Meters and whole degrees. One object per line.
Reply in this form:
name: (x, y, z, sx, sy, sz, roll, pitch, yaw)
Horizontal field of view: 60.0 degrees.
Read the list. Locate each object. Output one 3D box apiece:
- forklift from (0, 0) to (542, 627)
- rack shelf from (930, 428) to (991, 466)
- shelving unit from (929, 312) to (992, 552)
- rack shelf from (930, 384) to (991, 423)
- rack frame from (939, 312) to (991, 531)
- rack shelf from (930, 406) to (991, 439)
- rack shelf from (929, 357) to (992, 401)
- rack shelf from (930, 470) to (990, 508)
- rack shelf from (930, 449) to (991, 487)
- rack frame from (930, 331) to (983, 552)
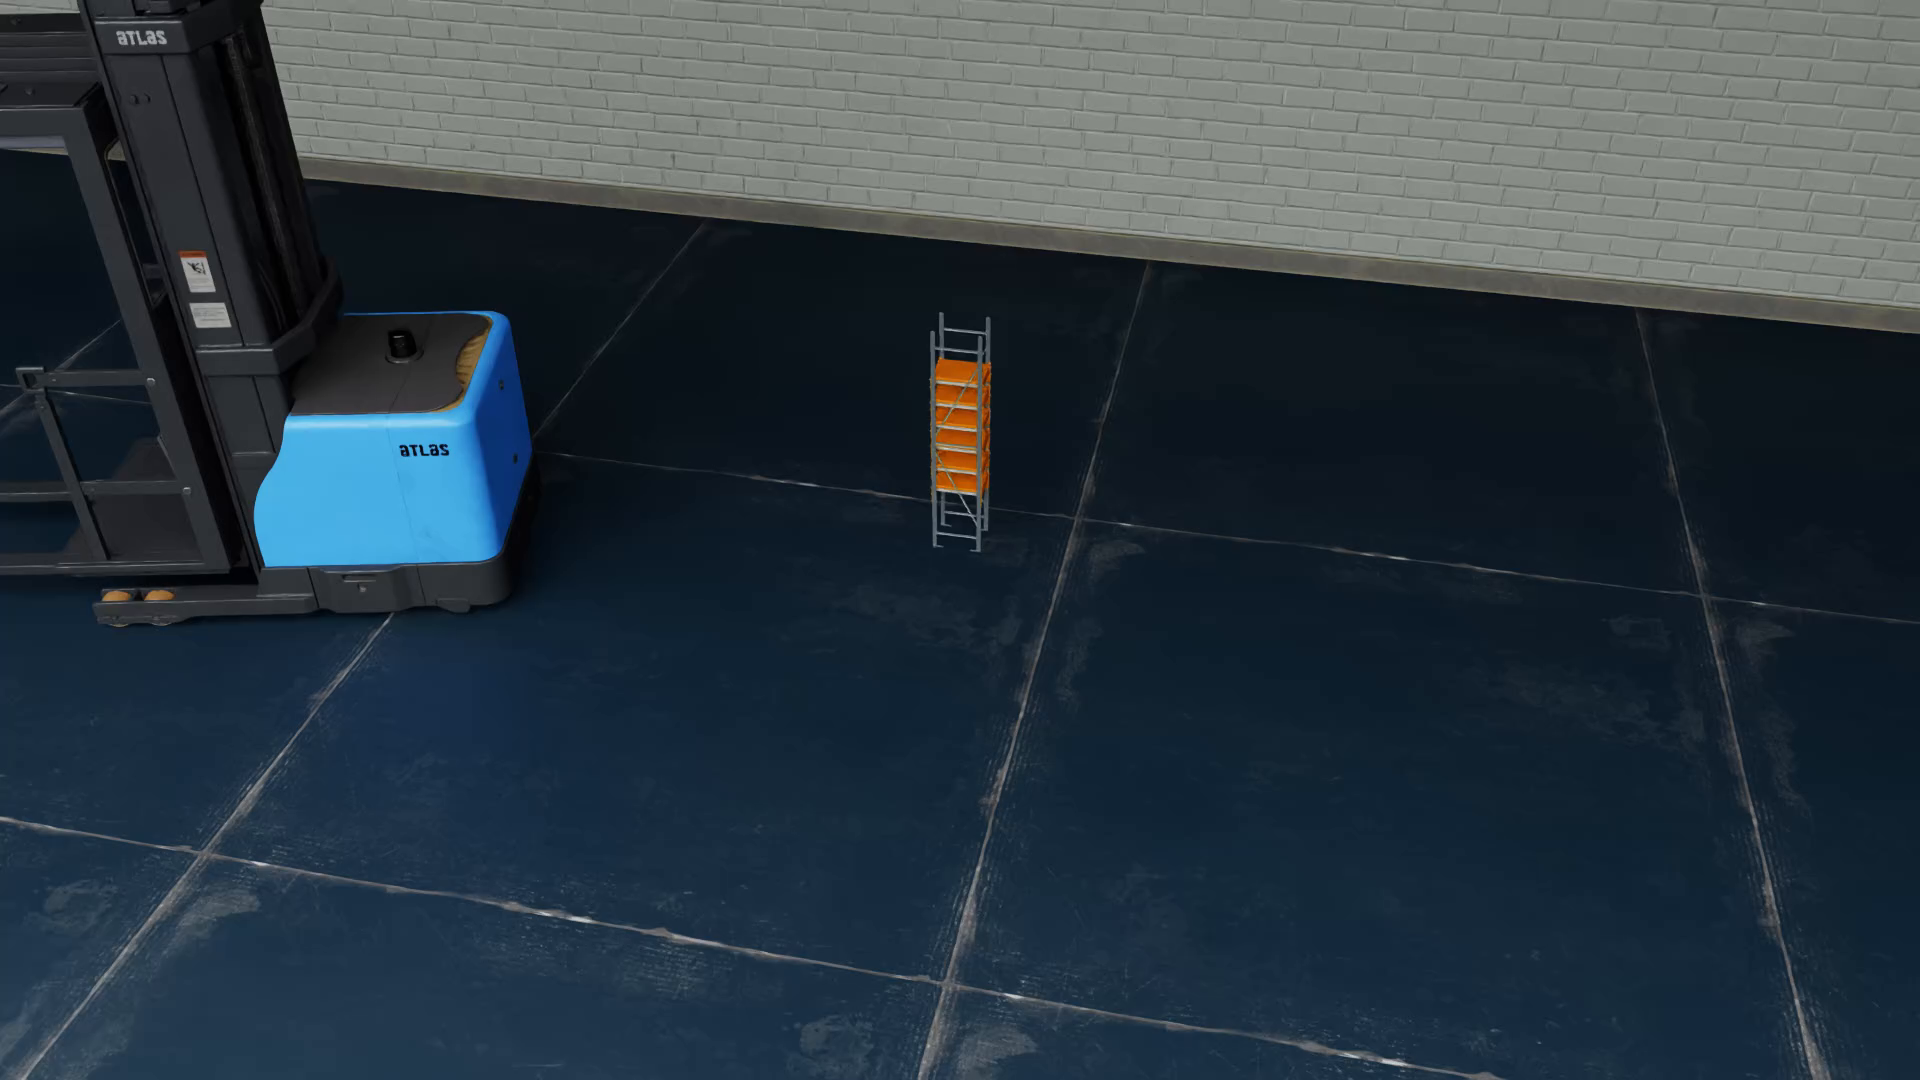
forklift: (-3.628, -1.103, 7.274, 3.031, 2.935, 1.130, -1, 36, -2)
rack shelf: (0.003, -0.458, 7.935, 0.258, 0.103, 0.180, 7, 37, 10)
shelving unit: (0.003, -0.494, 7.909, 0.258, 1.200, 0.189, 7, 37, 10)
rack shelf: (0.003, -0.652, 7.795, 0.258, 0.103, 0.180, 7, 37, 10)
rack frame: (0.023, -0.547, 7.982, 0.240, 1.200, 0.006, 7, 37, 10)
rack shelf: (0.003, -0.555, 7.865, 0.258, 0.103, 0.180, 7, 37, 10)
rack shelf: (0.003, -0.750, 7.724, 0.258, 0.103, 0.180, 7, 37, 10)
rack shelf: (0.003, -0.264, 8.076, 0.258, 0.103, 0.180, 7, 37, 10)
rack shelf: (0.003, -0.361, 8.006, 0.258, 0.103, 0.180, 7, 37, 10)
rack frame: (-0.016, -0.442, 7.837, 0.240, 1.200, 0.006, 7, 37, 10)
